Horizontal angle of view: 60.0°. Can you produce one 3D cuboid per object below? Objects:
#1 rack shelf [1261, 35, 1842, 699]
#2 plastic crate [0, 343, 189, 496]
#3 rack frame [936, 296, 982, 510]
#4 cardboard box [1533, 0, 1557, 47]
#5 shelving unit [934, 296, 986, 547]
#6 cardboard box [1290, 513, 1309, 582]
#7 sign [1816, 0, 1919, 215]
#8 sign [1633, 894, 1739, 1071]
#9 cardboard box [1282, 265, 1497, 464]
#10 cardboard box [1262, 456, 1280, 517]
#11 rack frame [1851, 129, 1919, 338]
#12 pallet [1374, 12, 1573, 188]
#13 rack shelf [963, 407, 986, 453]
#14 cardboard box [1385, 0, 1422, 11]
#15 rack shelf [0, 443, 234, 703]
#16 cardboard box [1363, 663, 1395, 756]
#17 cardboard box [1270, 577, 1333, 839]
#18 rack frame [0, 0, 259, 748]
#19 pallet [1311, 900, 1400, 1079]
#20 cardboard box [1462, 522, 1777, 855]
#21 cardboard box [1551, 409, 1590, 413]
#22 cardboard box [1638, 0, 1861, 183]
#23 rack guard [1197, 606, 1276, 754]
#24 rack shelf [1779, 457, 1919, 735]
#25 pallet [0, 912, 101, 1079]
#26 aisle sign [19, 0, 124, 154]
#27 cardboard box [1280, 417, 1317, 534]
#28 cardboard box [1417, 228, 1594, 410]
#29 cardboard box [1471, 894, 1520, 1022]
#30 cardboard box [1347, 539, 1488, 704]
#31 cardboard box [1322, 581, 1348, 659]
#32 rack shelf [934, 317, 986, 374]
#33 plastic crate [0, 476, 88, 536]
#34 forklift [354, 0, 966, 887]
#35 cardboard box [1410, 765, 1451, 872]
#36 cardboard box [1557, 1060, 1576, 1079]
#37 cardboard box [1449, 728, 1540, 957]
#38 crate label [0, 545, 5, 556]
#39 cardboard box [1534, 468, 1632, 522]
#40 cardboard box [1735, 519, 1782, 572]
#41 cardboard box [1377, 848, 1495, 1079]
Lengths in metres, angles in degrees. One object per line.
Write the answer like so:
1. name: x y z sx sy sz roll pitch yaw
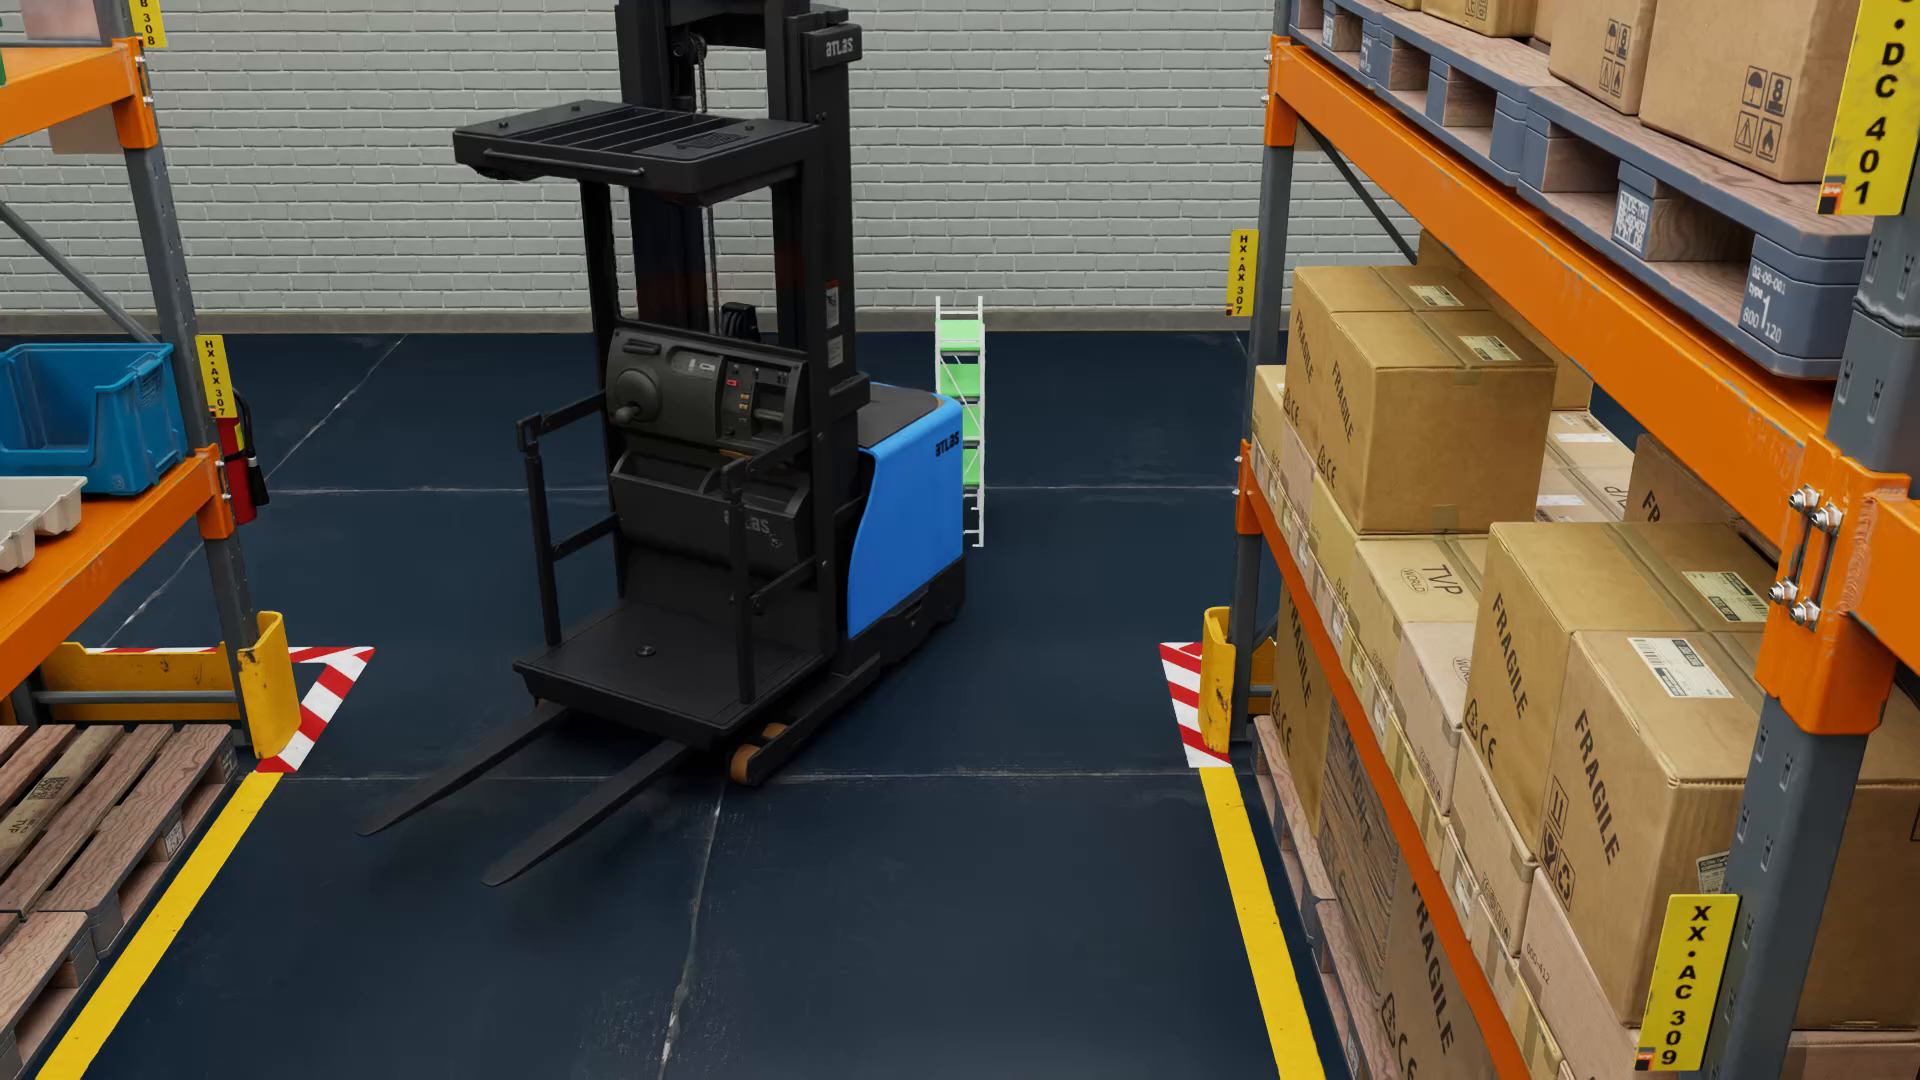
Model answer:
1. rack shelf: 1.618 -0.770 4.044 1.077 0.370 4.000 0 24 -1
2. plastic crate: -3.166 -0.439 5.964 0.616 0.435 0.499 0 24 -1
3. rack frame: -0.004 -0.715 8.876 0.240 1.200 0.015 0 24 -1
4. cardboard box: 1.707 -1.315 3.626 0.700 0.500 0.500 1 24 2
5. shelving unit: -0.002 -0.615 8.654 0.258 1.200 0.503 0 24 -1
6. cardboard box: 1.282 0.026 5.357 0.380 0.149 0.250 -1 24 -1
7. sign: 1.085 -0.542 1.944 0.100 0.325 0.005 0 24 -1
8. sign: 1.085 0.666 2.491 0.100 0.325 0.005 0 24 -1
9. cardboard box: 1.337 -0.559 5.256 0.500 0.500 0.500 -1 24 -2
10. cardboard box: 1.275 -0.187 5.828 0.380 0.149 0.250 -1 24 -1
11. rack frame: 1.640 -1.640 1.456 1.000 3.000 0.127 0 24 -1
12. pallet: 1.631 -1.071 3.947 1.003 0.211 1.213 0 24 -1
13. rack shelf: -0.002 -0.557 8.680 0.258 0.148 0.480 0 24 -1
14. cardboard box: 1.542 -1.757 4.604 0.700 0.500 0.500 -1 24 -2
15. rack shelf: -3.334 0.619 4.613 1.077 0.370 4.000 0 24 -1
16. cardboard box: 1.293 0.449 4.421 0.380 0.149 0.250 0 24 0
17. cardboard box: 1.684 0.485 6.105 0.875 0.875 0.875 0 24 -1
18. rack frame: -3.356 -0.532 6.287 1.000 3.000 0.127 0 24 -1
19. pallet: 1.694 1.546 5.075 1.003 0.211 1.213 0 24 -1
20. cardboard box: 1.367 0.290 3.380 0.500 0.500 0.500 0 24 0
21. cardboard box: 1.867 -0.423 5.867 0.500 0.250 0.500 -1 24 -1
22. cardboard box: 1.572 -0.878 2.659 0.700 0.500 0.500 -2 24 -4
23. rack guard: 1.596 0.574 6.873 1.175 0.500 0.348 0 24 -1
24. rack shelf: 1.662 0.879 0.400 1.077 0.370 4.000 0 24 -1
25. pallet: -3.375 1.580 5.001 1.003 0.211 1.213 0 24 -1
26. aisle sign: -3.064 -1.748 5.820 0.394 0.787 0.004 0 24 -1
27. cardboard box: 1.344 -0.209 5.393 0.500 0.250 0.500 -1 24 -1
28. cardboard box: 1.865 -0.764 5.710 0.500 0.500 0.500 0 24 0
29. cardboard box: 1.304 0.872 3.487 0.380 0.149 0.250 -1 24 -1
30. cardboard box: 1.357 0.213 4.459 0.500 0.250 0.500 -1 24 -2
31. cardboard box: 1.287 0.237 4.890 0.380 0.149 0.250 -1 24 -1
32. rack shelf: -0.002 -0.994 8.482 0.258 0.148 0.480 0 24 -1
33. plastic crate: -3.166 -0.104 5.588 0.396 0.136 0.243 0 24 -1
34. forklift: -1.130 -0.572 6.459 1.130 2.935 3.031 13 27 26
35. cardboard box: 1.298 0.660 3.956 0.380 0.149 0.250 0 24 0
36. cardboard box: 1.309 1.084 3.018 0.380 0.149 0.250 0 24 0
37. cardboard box: 1.365 0.632 3.533 0.500 0.250 0.500 0 24 1
38. crate label: -3.150 0.130 5.070 0.396 0.136 0.243 0 24 -1
39. cardboard box: 1.878 -0.005 4.941 0.500 0.250 0.500 -1 24 -2
40. cardboard box: 1.893 0.283 3.395 0.500 0.500 0.500 0 24 -1
41. cardboard box: 1.703 1.227 4.466 0.875 0.875 0.875 0 24 -1
